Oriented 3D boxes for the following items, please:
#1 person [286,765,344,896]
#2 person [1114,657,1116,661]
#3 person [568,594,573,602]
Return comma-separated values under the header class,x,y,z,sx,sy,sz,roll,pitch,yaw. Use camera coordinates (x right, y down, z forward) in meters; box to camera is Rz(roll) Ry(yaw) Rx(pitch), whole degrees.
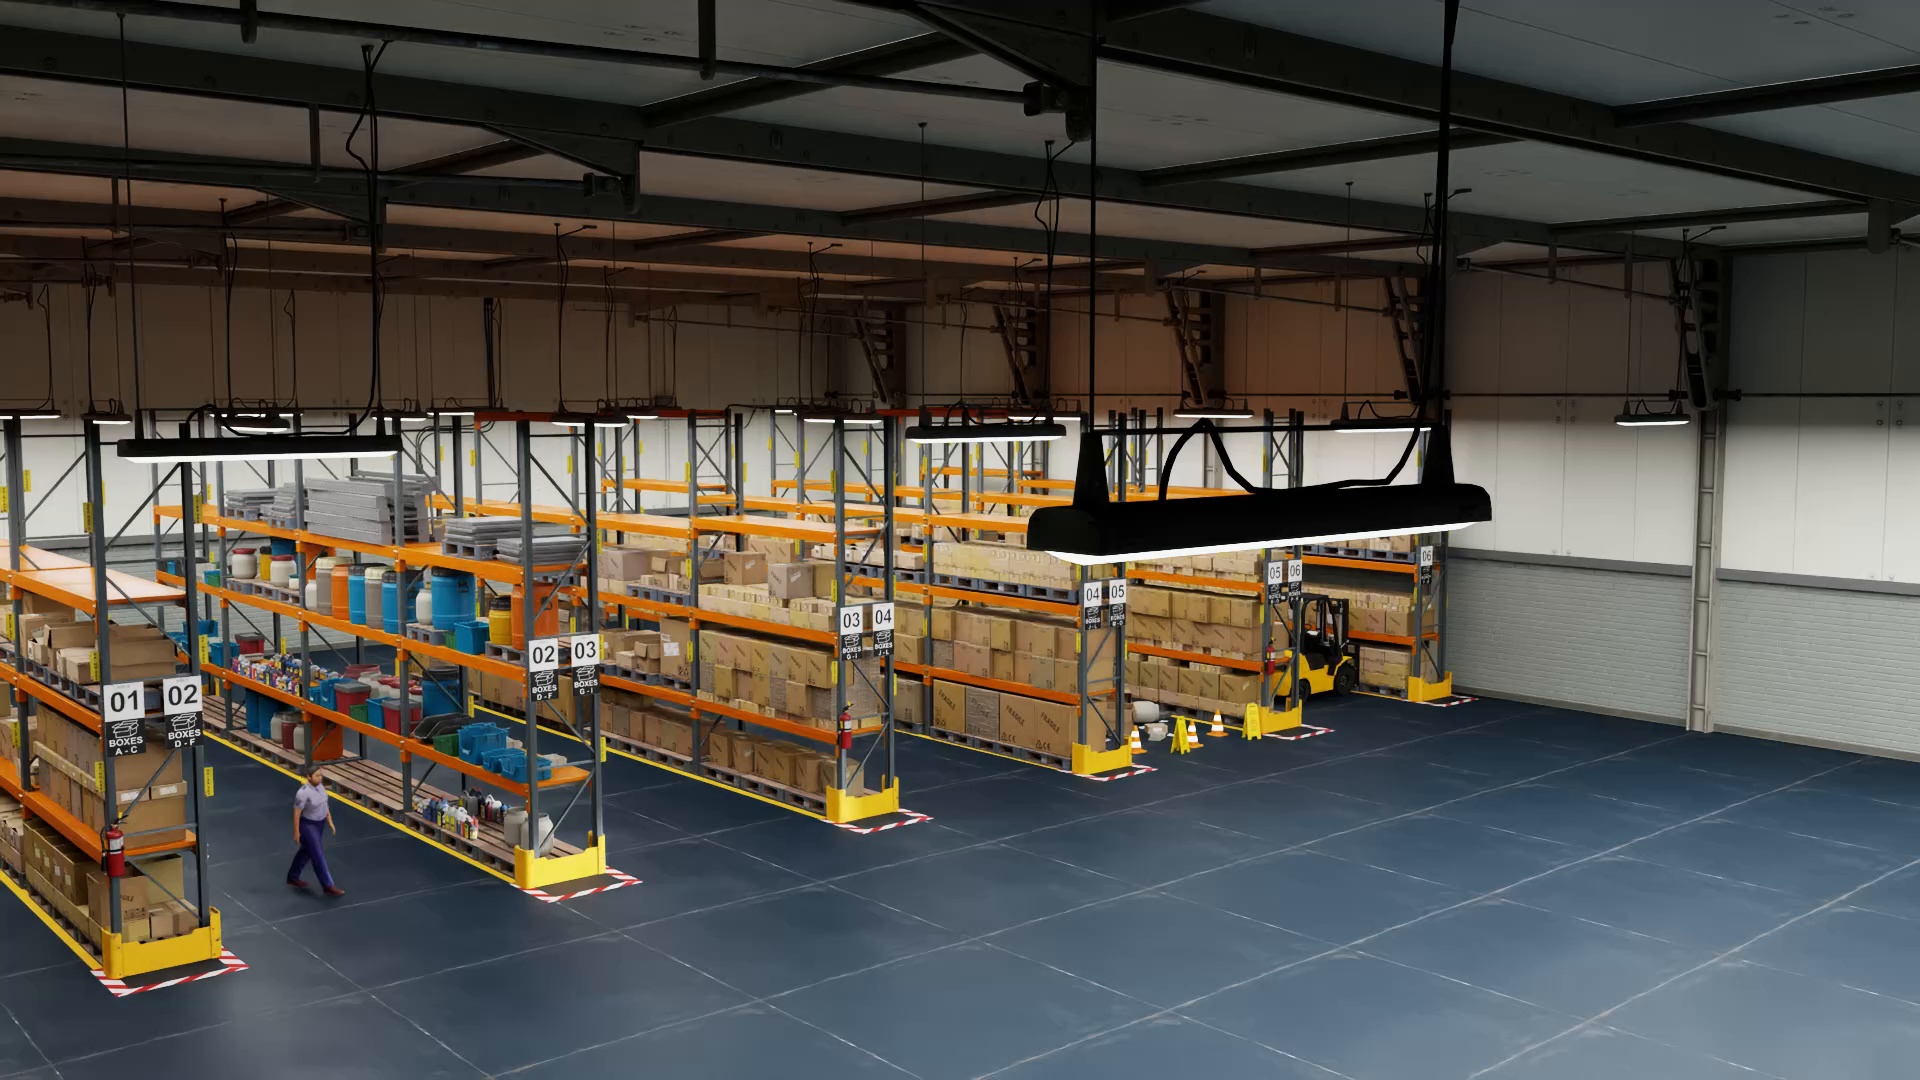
class,x,y,z,sx,sy,sz,roll,pitch,yaw
person,-8.190,3.655,21.117,0.957,1.595,0.529,1,5,8
person,3.450,2.018,39.300,0.558,1.810,0.531,3,6,32
person,-8.939,2.058,38.557,0.690,1.718,1.102,-4,7,-40
